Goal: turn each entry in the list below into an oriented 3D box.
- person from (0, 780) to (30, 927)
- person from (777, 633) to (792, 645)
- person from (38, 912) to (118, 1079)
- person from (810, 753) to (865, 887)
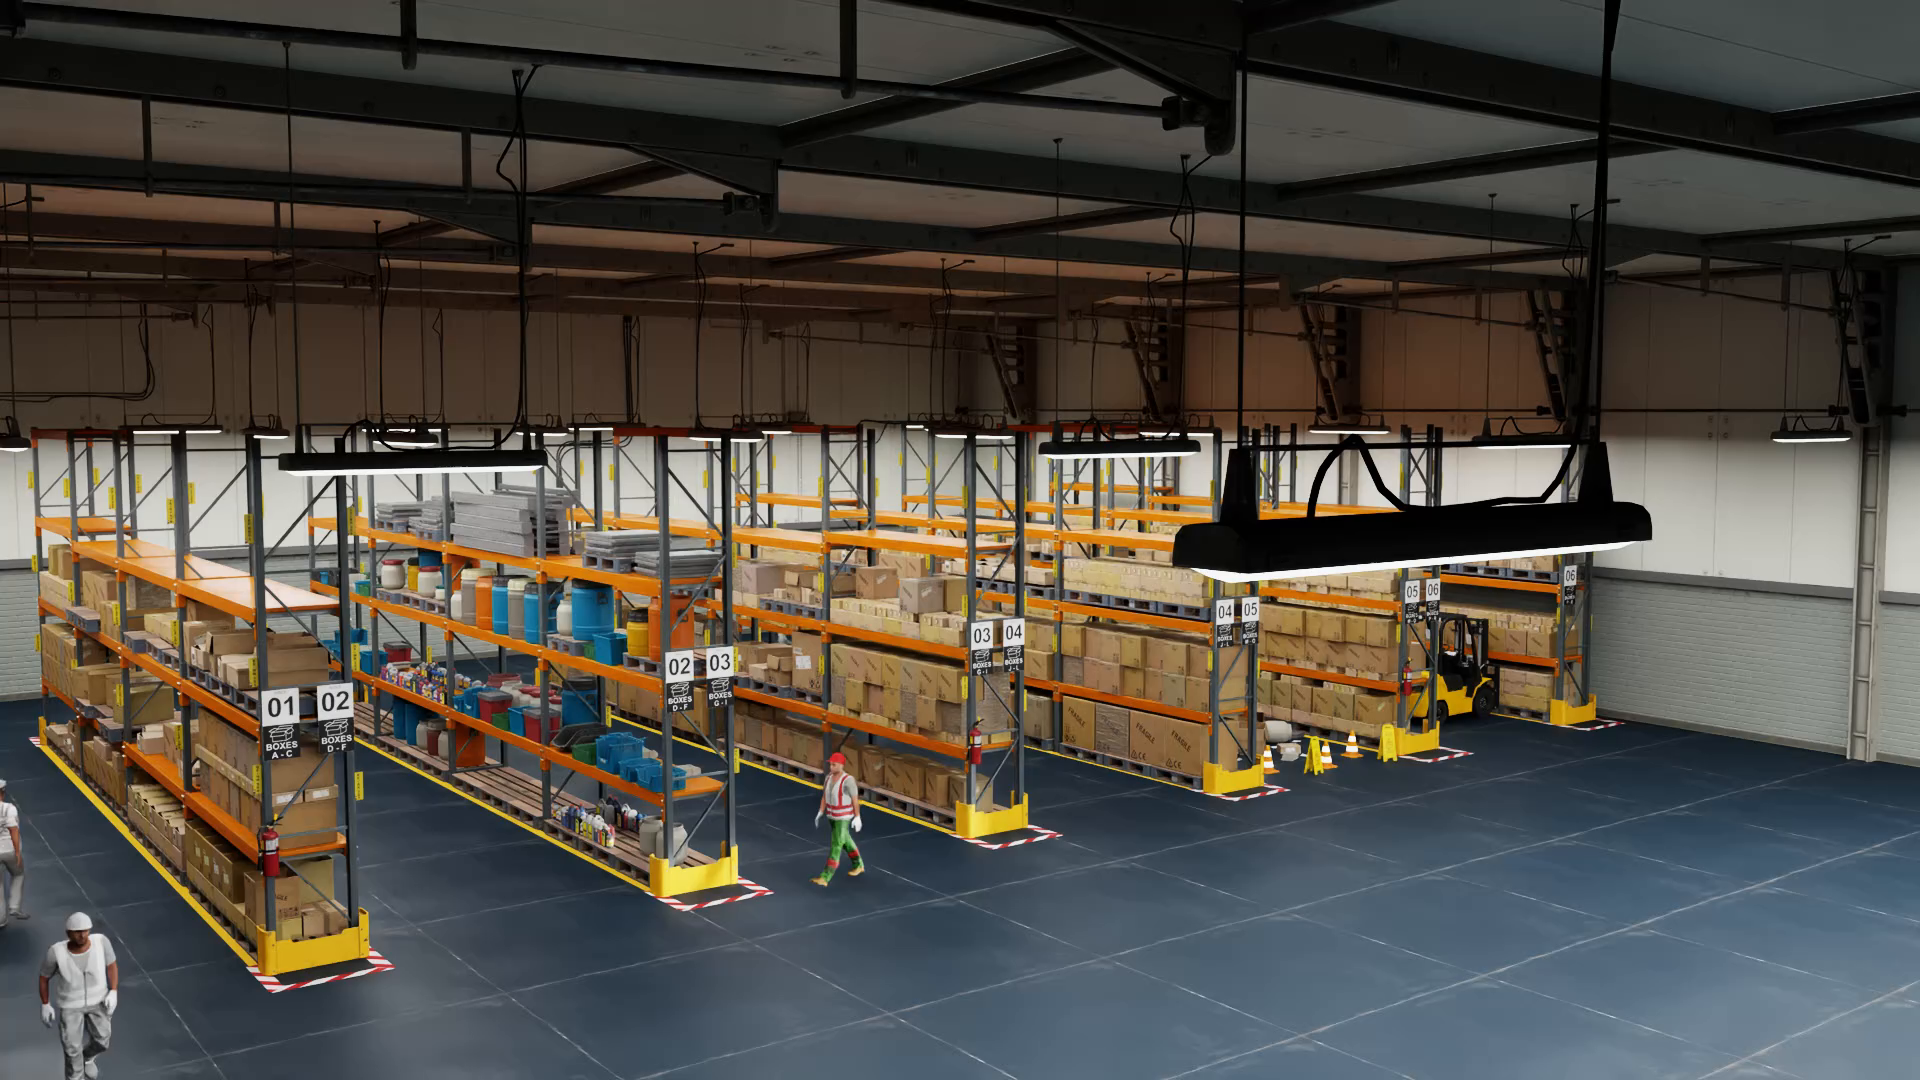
[{"bbox_3d":[-11.784,3.847,20.411,0.563,1.766,0.535,-2,5,-25],"label":"person"},{"bbox_3d":[-4.458,2.193,42.382,0.478,1.631,0.850,3,5,35],"label":"person"},{"bbox_3d":[-8.114,4.255,15.307,0.640,1.761,0.702,-4,6,-39],"label":"person"},{"bbox_3d":[-1.680,3.699,22.203,1.069,1.722,0.540,-4,6,-40],"label":"person"}]
